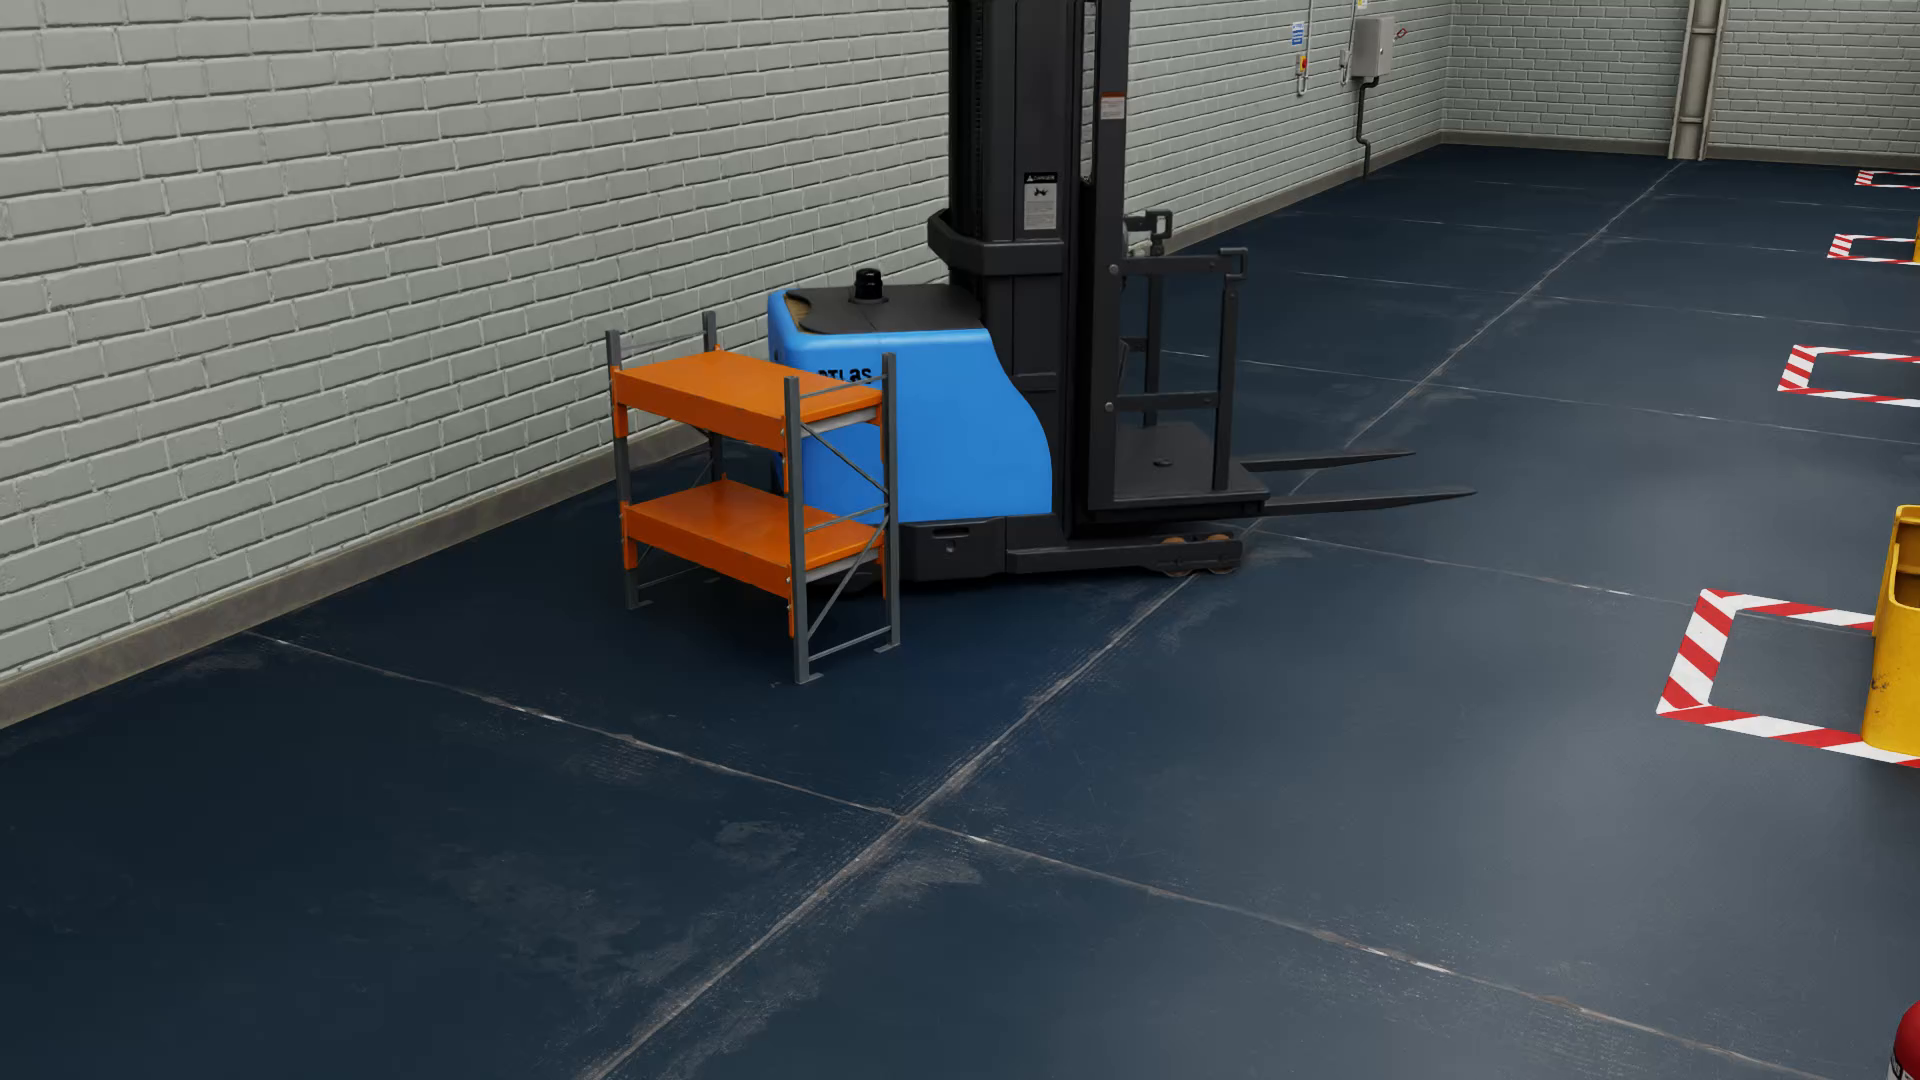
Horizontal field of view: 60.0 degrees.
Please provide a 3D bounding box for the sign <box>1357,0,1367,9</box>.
[{"bbox_3d":[4.274,-5.761,17.638,0.001,0.242,0.339,11,23,27],"label":"sign"}]

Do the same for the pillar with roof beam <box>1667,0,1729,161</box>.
[{"bbox_3d":[6.668,-7.557,15.002,0.400,9.000,9.100,11,23,27],"label":"pillar with roof beam"}]

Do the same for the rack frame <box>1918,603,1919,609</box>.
[{"bbox_3d":[3.431,-0.873,5.373,0.127,3.000,1.000,11,23,27],"label":"rack frame"}]

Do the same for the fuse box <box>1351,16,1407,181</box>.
[{"bbox_3d":[4.482,-4.750,17.949,0.414,1.711,0.539,11,23,27],"label":"fuse box"}]

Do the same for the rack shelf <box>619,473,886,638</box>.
[{"bbox_3d":[-0.777,0.036,6.334,1.000,0.278,0.538,18,27,40],"label":"rack shelf"}]

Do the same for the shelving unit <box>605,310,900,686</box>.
[{"bbox_3d":[-0.777,-0.194,6.250,1.048,1.125,0.538,18,27,40],"label":"shelving unit"}]

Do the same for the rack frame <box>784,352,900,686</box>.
[{"bbox_3d":[-0.409,-0.075,5.921,0.032,1.125,0.500,18,27,40],"label":"rack frame"}]

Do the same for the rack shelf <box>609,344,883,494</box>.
[{"bbox_3d":[-0.777,-0.469,6.151,1.000,0.278,0.538,18,27,40],"label":"rack shelf"}]

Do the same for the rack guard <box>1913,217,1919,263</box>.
[{"bbox_3d":[8.243,-2.652,13.944,0.348,0.500,1.175,11,23,27],"label":"rack guard"}]

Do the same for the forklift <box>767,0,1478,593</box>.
[{"bbox_3d":[0.722,-1.394,6.910,3.031,2.935,1.130,-4,20,-10],"label":"forklift"}]

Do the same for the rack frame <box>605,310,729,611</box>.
[{"bbox_3d":[-1.146,-0.313,6.579,0.032,1.125,0.500,18,27,40],"label":"rack frame"}]

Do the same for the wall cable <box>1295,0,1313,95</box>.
[{"bbox_3d":[3.330,-5.246,15.894,0.123,1.953,0.585,11,23,27],"label":"wall cable"}]

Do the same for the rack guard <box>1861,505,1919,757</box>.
[{"bbox_3d":[3.410,0.298,5.811,0.348,0.500,1.175,11,23,27],"label":"rack guard"}]

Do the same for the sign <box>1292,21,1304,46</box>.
[{"bbox_3d":[3.253,-4.877,16.015,0.001,0.218,0.327,11,23,27],"label":"sign"}]

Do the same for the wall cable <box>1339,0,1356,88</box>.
[{"bbox_3d":[4.011,-5.656,17.069,0.122,1.984,0.588,11,23,27],"label":"wall cable"}]
